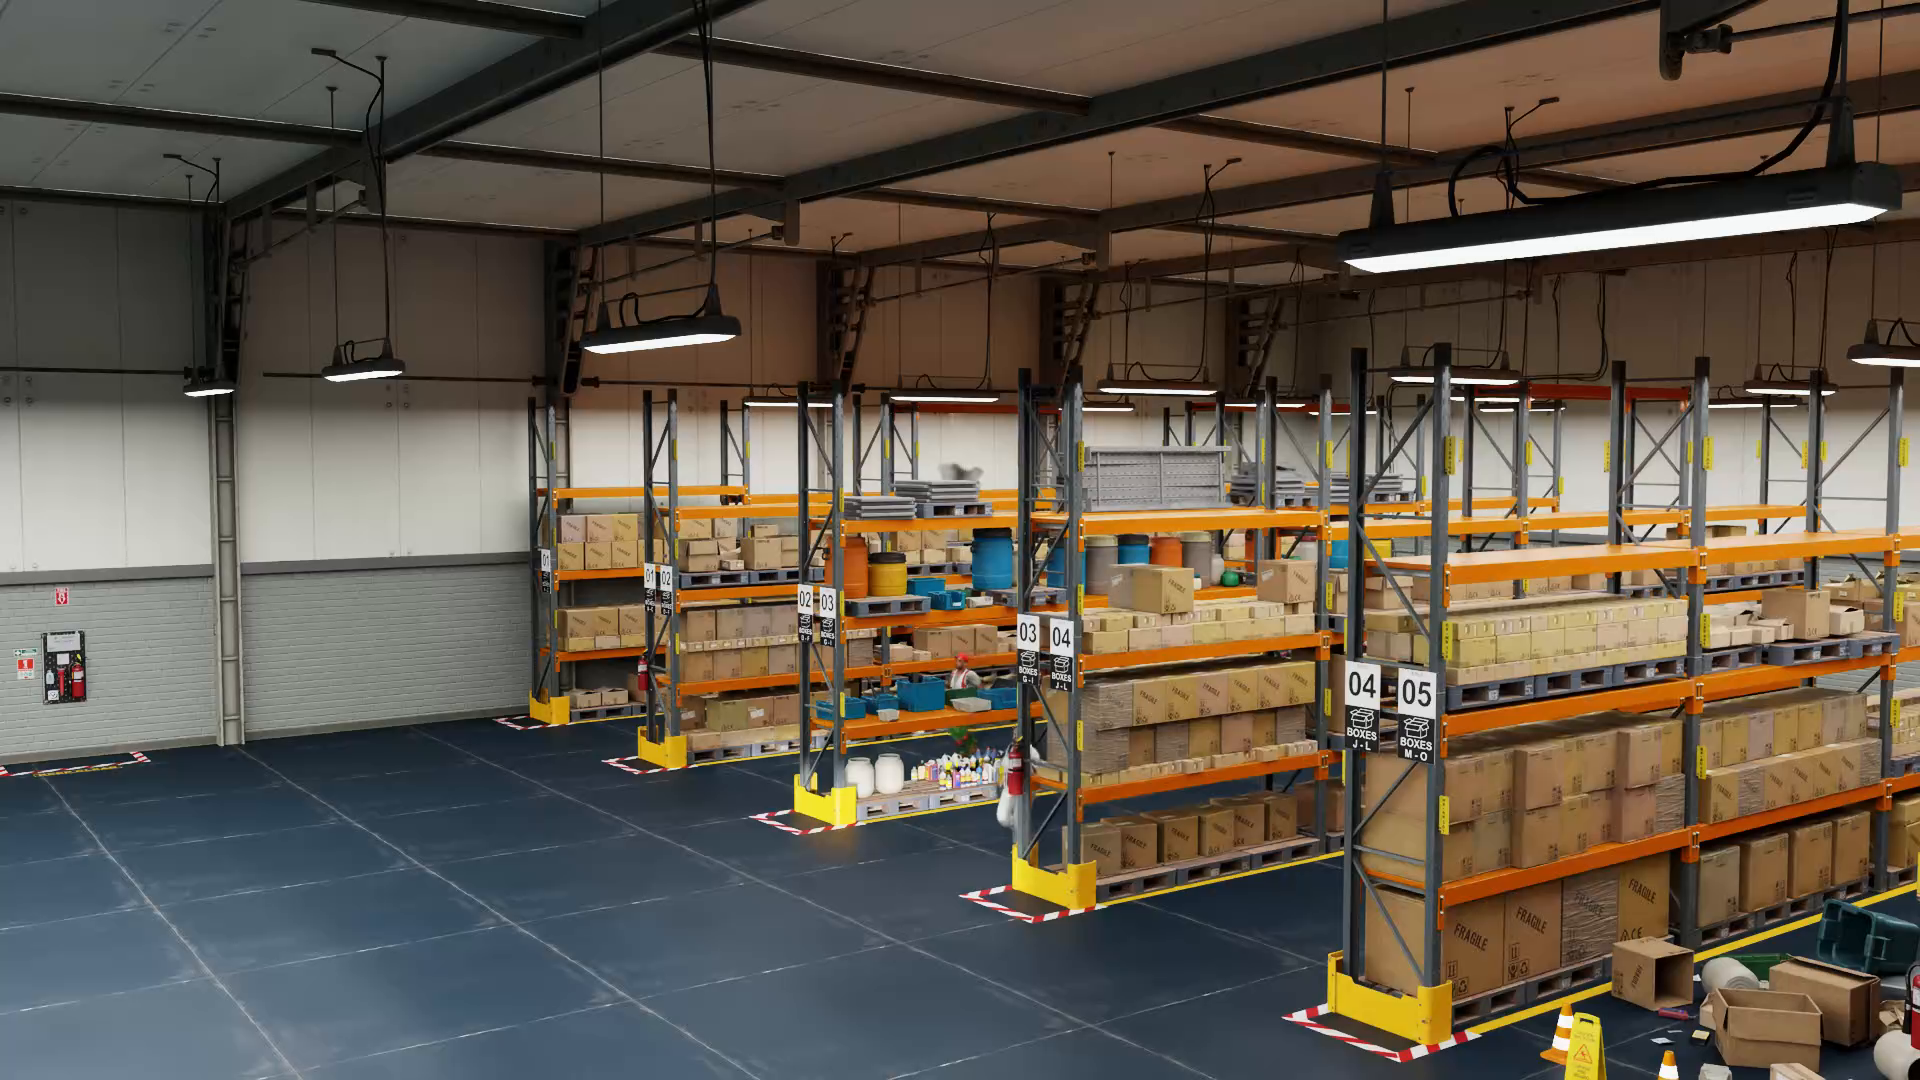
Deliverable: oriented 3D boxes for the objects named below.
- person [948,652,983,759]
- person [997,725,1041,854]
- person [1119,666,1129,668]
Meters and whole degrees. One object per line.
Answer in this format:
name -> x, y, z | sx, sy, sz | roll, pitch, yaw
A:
person -> -0.013, 2.696, 26.938 | 0.596, 1.740, 0.648 | -3, 5, -45
person -> 0.740, 3.122, 20.835 | 0.588, 1.620, 0.543 | 2, 4, 34
person -> 3.091, 2.533, 29.504 | 0.734, 1.819, 0.645 | -3, 5, -43
